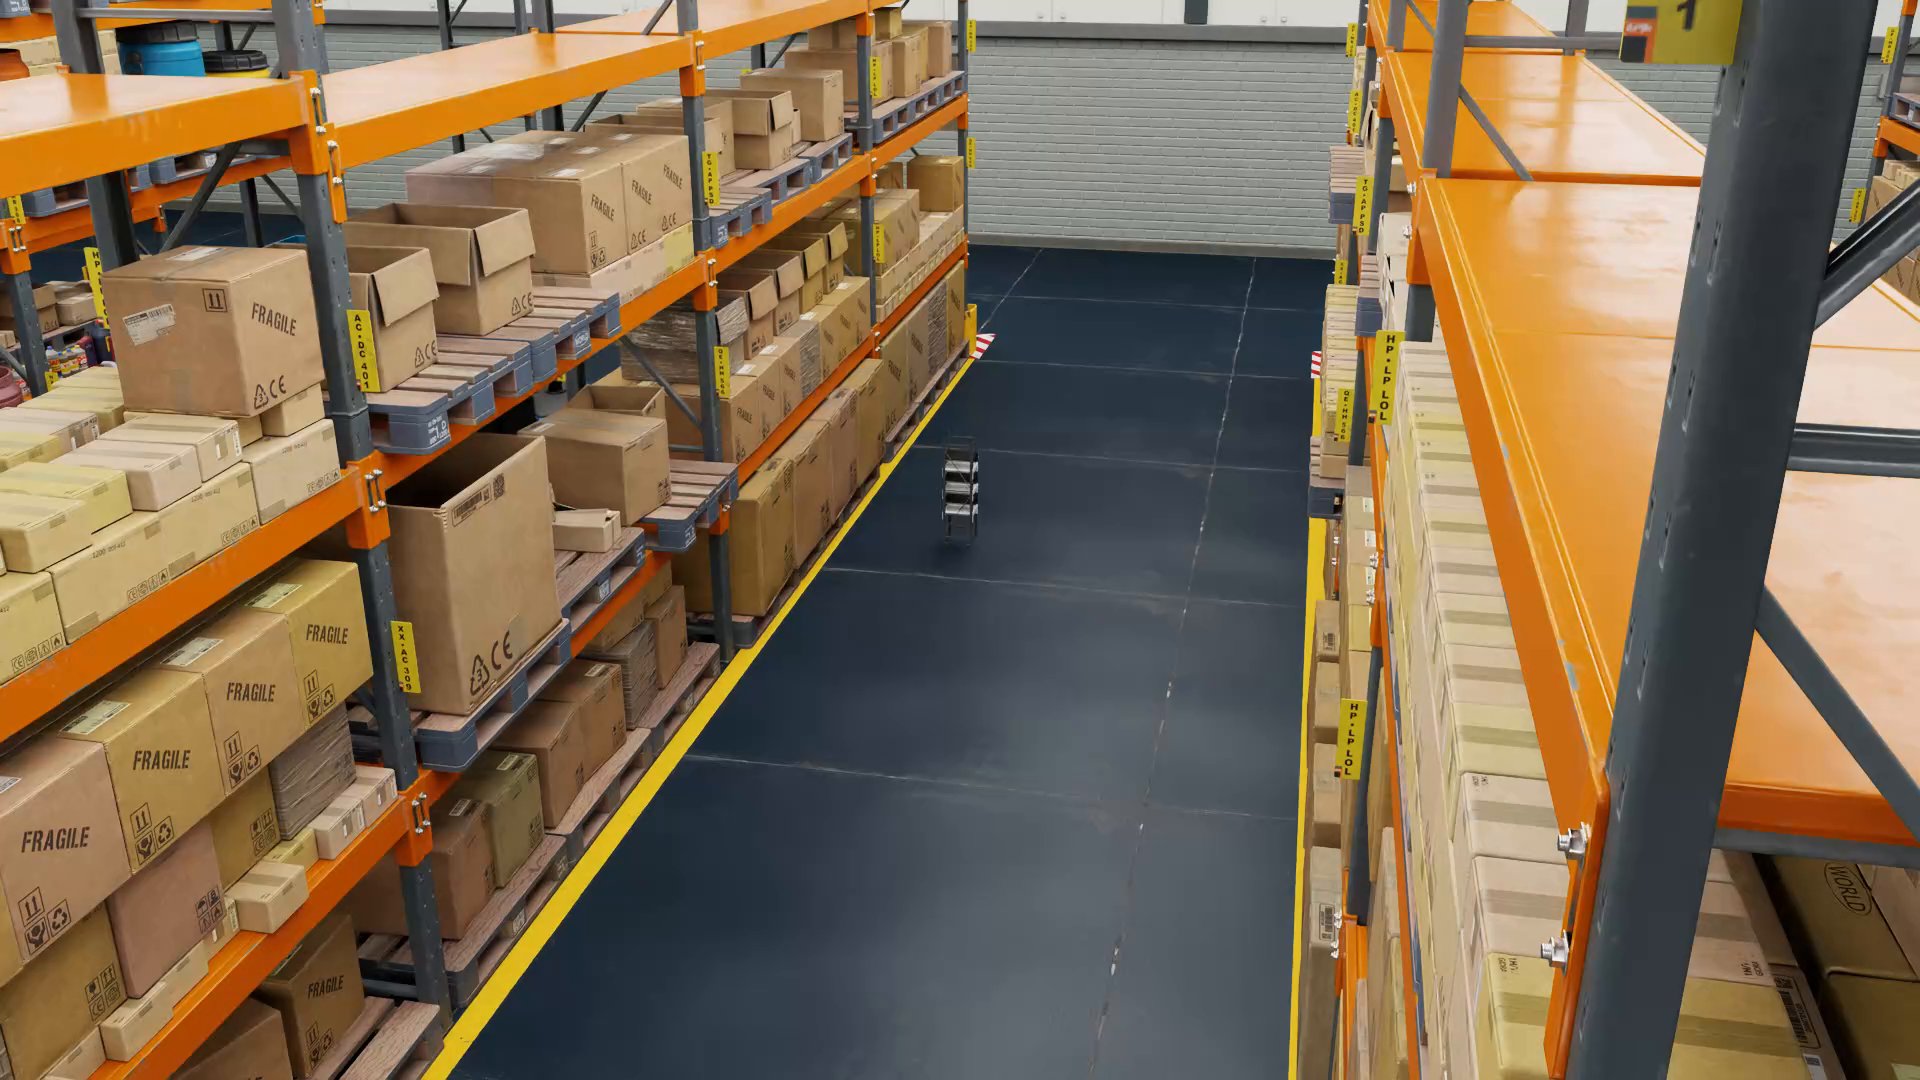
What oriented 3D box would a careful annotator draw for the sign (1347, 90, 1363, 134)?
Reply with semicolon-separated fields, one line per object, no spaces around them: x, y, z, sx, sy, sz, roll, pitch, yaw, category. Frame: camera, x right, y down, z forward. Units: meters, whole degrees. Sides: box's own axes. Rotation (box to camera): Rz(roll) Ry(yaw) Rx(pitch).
3.070;-3.325;12.916;0.100;0.325;0.005;4;22;11;sign

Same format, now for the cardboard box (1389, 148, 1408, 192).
2.615;-2.152;9.540;0.396;0.266;0.258;4;22;11;cardboard box

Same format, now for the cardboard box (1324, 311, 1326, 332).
3.021;-1.667;12.884;0.380;0.149;0.250;4;22;10;cardboard box

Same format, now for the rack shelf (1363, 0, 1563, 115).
3.195;-3.187;10.750;1.077;0.370;4.000;4;22;11;rack shelf

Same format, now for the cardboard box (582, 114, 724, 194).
-1.994;-2.470;10.785;0.797;0.503;0.637;6;23;14;cardboard box

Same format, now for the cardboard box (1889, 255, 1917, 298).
8.709;-2.298;14.941;0.500;0.500;0.500;4;22;11;cardboard box

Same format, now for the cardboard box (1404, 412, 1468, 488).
1.409;-0.229;4.495;0.380;0.149;0.250;4;22;10;cardboard box

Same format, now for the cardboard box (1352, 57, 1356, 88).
4.073;-4.527;16.126;0.500;0.250;0.500;5;22;12;cardboard box

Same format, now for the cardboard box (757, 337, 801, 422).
-1.479;-1.187;12.182;0.500;0.500;0.500;4;22;10;cardboard box

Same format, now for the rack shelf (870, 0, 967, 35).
-0.824;-5.065;15.413;1.077;0.370;4.000;4;22;11;rack shelf

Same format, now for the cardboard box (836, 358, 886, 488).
-1.343;-1.043;14.242;1.225;0.875;0.875;5;22;11;cardboard box

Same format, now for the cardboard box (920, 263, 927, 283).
-0.530;-2.606;16.177;0.380;0.149;0.250;4;22;9;cardboard box

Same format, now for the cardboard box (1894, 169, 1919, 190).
8.793;-3.292;15.202;0.380;0.149;0.250;5;23;13;cardboard box

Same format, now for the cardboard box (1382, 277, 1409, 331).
2.113;-0.978;7.205;0.500;0.311;0.500;4;22;9;cardboard box

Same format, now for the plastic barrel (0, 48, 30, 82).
-6.778;-2.977;11.609;0.600;0.830;0.708;4;22;11;plastic barrel

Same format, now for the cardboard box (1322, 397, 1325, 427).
2.546;-0.818;10.775;0.380;0.149;0.250;5;22;12;cardboard box

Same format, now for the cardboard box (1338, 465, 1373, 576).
2.431;-0.095;9.470;0.500;0.500;0.500;5;22;12;cardboard box

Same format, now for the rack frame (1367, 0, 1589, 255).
2.787;-2.975;8.724;1.000;3.000;0.127;4;22;11;rack frame

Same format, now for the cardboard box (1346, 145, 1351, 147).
4.068;-3.622;16.491;0.500;0.500;0.500;4;22;11;cardboard box

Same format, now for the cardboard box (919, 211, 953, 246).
-0.359;-3.218;17.162;0.500;0.250;0.500;4;22;10;cardboard box

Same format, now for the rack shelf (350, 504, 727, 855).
-2.456;0.458;9.194;1.077;0.370;4.000;4;22;11;rack shelf

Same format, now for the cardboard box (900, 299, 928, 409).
-0.836;-1.843;16.228;0.875;0.875;0.875;4;22;11;cardboard box

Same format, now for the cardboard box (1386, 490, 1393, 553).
1.512;-0.043;5.101;0.380;0.149;0.250;5;22;11;cardboard box

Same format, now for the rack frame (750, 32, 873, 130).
-1.232;-4.853;13.387;1.000;3.000;0.127;4;22;11;rack frame

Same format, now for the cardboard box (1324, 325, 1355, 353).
2.809;-1.427;11.890;0.380;0.149;0.250;5;23;13;cardboard box

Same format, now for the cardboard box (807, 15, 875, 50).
-1.034;-4.440;14.545;0.500;0.250;0.500;3;22;7;cardboard box

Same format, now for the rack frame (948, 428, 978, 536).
0.022;-0.458;13.316;0.240;0.900;0.006;4;22;11;rack frame

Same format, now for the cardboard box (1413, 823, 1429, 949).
1.098;0.698;3.261;0.380;0.149;0.250;4;22;10;cardboard box

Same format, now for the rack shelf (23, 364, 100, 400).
-6.489;-1.382;13.764;1.077;0.370;4.000;4;22;11;rack shelf

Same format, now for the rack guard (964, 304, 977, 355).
-0.411;-2.382;18.629;1.175;0.500;0.348;4;22;11;rack guard

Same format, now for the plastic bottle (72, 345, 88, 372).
-7.005;-1.447;13.228;0.097;0.201;0.097;0;22;0;plastic bottle

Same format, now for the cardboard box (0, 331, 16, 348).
-10.465;-2.170;17.961;0.380;0.166;0.250;4;22;11;cardboard box

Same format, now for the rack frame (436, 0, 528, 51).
-5.265;-6.693;17.957;1.000;3.000;0.127;4;22;11;rack frame

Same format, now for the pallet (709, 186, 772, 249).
-1.969;-2.150;10.945;1.213;0.211;1.003;6;23;13;pallet

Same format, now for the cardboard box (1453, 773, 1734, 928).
0.995;0.514;2.650;0.380;0.149;0.250;5;22;12;cardboard box

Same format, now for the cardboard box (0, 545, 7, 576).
-3.053;0.064;4.861;0.380;0.149;0.250;4;22;9;cardboard box

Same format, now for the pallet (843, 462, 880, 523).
-1.316;-0.488;14.314;1.003;0.211;1.213;4;22;11;pallet

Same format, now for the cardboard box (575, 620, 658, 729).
-2.266;0.799;10.142;0.700;0.500;0.500;3;22;6;cardboard box

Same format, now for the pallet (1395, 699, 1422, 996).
1.542;0.664;3.824;1.003;0.211;1.213;4;22;11;pallet

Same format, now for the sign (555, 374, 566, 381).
-2.592;-1.185;10.762;0.100;0.325;0.005;4;22;11;sign

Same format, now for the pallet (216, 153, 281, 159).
-6.145;-3.457;14.190;1.213;0.211;1.003;4;22;11;pallet

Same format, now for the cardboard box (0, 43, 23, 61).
-10.271;-5.087;17.516;0.500;0.250;0.500;4;22;11;cardboard box

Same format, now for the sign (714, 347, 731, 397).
-1.515;-1.069;10.580;0.100;0.325;0.005;4;22;11;sign

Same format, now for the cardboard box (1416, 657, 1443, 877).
1.187;0.466;3.303;0.500;0.250;0.500;4;22;11;cardboard box

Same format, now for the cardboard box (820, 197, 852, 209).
-1.294;-2.858;15.263;0.500;0.500;0.500;5;22;11;cardboard box

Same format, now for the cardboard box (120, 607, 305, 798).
-2.788;0.576;6.067;0.500;0.500;0.500;4;22;11;cardboard box

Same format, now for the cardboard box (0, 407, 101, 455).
-3.297;-0.355;5.902;0.380;0.149;0.250;5;22;11;cardboard box

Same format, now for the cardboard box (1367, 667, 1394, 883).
1.861;0.833;5.655;0.875;0.550;0.550;4;22;11;cardboard box

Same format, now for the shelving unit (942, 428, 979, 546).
0.002;-0.420;13.223;0.258;0.900;0.210;4;22;11;shelving unit

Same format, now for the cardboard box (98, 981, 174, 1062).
-2.941;1.621;5.680;0.380;0.149;0.250;4;22;11;cardboard box

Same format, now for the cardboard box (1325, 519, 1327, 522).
3.192;-0.440;13.245;0.500;0.500;0.500;5;23;13;cardboard box

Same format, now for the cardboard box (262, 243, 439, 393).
-2.672;-0.943;6.993;0.797;0.503;0.637;3;22;8;cardboard box

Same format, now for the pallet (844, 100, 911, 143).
-1.055;-3.718;14.705;1.003;0.211;1.213;4;22;11;pallet

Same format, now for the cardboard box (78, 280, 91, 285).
-10.535;-3.044;20.154;0.380;0.149;0.250;4;22;11;cardboard box

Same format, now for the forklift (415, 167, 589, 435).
-4.085;-1.252;12.570;3.031;2.935;1.130;-19;29;-39;forklift

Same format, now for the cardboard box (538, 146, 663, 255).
-1.995;-1.895;9.255;0.500;0.500;0.500;4;22;11;cardboard box
